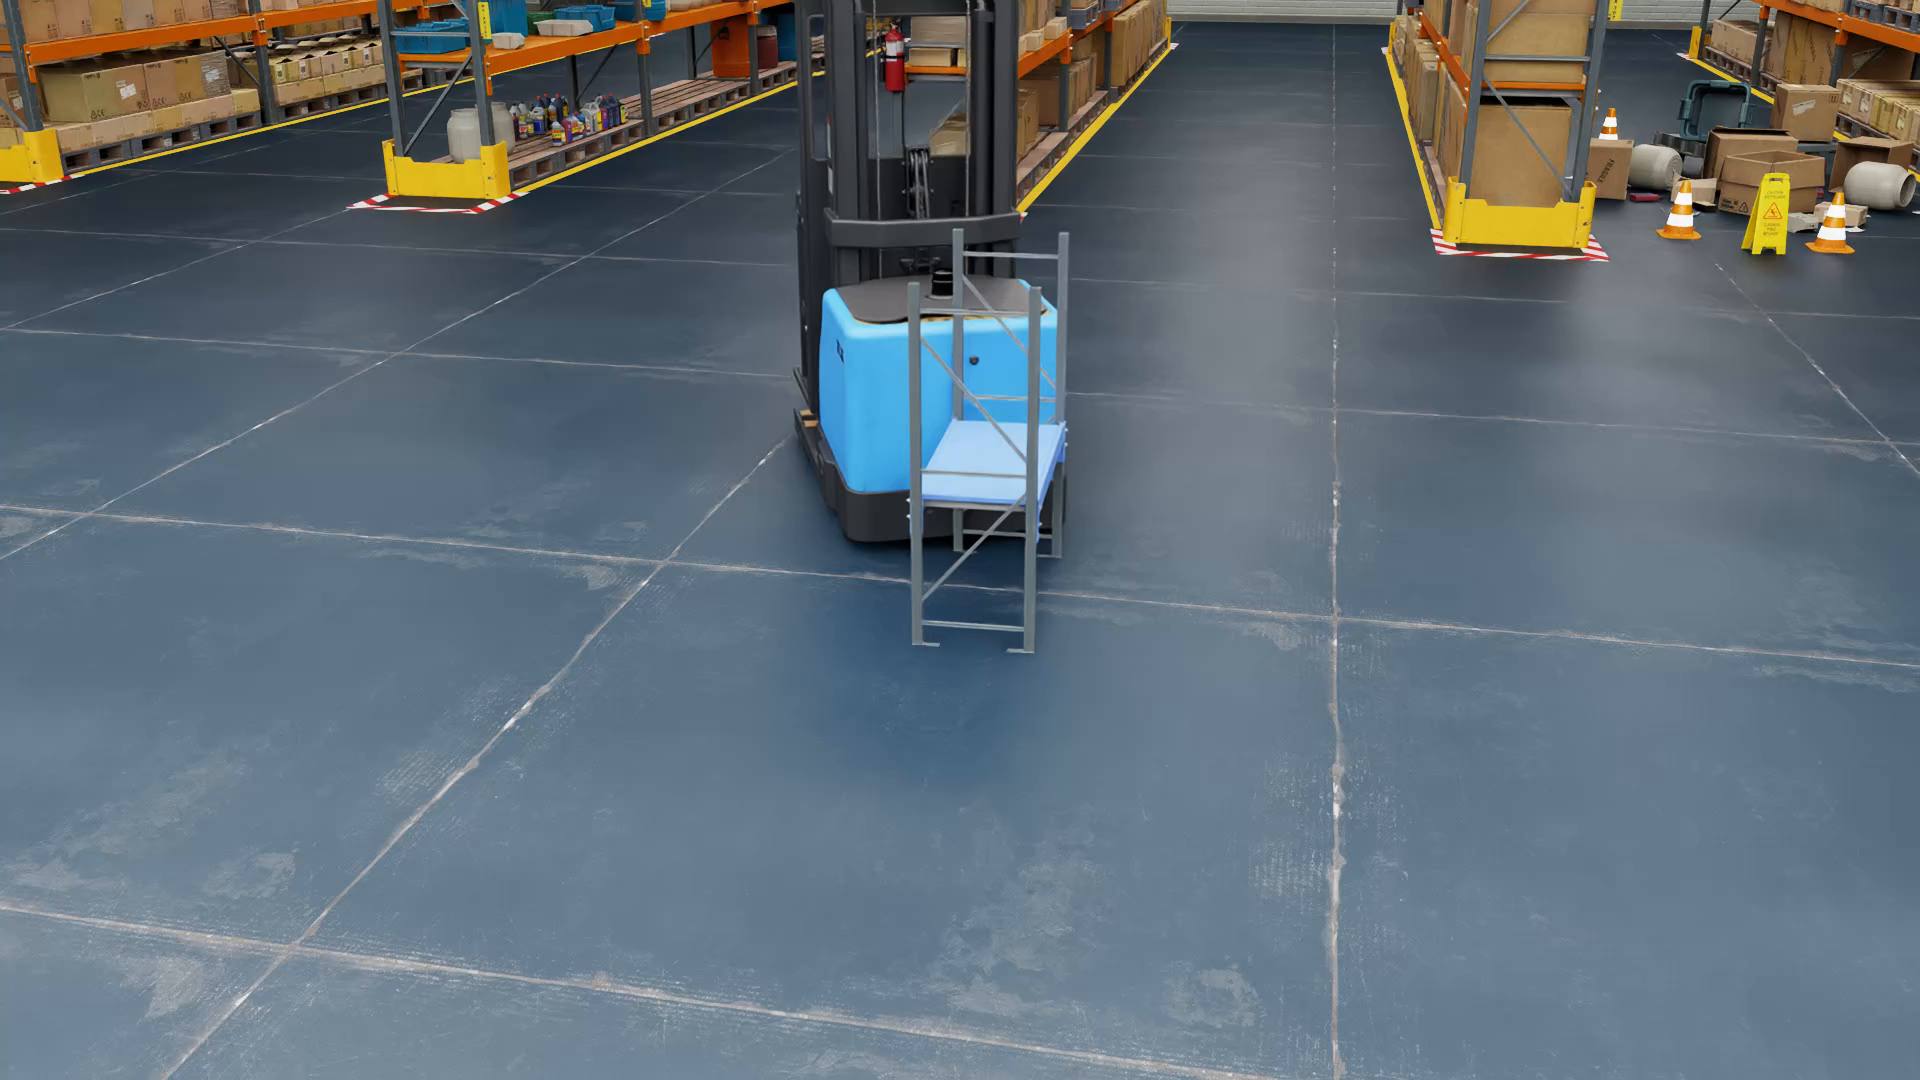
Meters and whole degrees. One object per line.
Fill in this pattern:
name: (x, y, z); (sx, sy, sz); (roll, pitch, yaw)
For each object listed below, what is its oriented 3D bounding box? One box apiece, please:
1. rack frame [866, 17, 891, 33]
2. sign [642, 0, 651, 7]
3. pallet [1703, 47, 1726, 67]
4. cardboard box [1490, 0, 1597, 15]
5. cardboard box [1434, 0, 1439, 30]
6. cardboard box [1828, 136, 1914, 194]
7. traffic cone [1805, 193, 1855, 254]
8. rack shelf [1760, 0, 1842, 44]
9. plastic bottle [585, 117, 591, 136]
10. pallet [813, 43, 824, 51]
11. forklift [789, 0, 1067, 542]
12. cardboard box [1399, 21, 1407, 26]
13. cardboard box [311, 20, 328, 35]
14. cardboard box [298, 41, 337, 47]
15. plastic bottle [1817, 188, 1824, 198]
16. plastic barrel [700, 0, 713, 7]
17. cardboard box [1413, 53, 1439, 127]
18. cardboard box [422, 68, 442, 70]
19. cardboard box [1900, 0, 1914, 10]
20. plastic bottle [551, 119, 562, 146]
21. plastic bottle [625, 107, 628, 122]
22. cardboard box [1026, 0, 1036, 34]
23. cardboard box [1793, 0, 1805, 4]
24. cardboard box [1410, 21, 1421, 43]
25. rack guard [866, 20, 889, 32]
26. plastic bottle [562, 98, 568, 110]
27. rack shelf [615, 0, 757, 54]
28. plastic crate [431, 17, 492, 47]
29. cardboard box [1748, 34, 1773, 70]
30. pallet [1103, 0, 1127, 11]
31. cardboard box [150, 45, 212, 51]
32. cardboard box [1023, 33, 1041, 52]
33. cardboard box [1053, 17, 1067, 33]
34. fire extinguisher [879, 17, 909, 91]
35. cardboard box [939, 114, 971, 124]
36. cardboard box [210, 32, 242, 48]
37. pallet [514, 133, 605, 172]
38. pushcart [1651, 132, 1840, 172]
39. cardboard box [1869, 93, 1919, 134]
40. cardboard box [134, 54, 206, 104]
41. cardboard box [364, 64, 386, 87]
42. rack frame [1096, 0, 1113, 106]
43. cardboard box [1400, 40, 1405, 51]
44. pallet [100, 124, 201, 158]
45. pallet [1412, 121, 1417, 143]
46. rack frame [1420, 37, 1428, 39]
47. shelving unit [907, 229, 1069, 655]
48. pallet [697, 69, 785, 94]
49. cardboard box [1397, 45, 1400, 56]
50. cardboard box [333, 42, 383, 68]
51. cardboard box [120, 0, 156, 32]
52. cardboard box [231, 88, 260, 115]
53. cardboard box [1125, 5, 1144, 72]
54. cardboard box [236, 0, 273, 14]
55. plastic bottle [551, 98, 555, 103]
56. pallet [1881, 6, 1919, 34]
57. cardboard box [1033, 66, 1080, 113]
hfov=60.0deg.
rack frame: (-1.689, -10.592, 30.139); (1.000, 3.000, 0.127); (4, 22, 11)
sign: (-3.601, -6.286, 19.076); (0.100, 0.325, 0.005); (4, 22, 11)
pallet: (12.775, -7.867, 27.106); (1.003, 0.211, 1.213); (4, 22, 11)
cardboard box: (4.844, -4.651, 13.741); (0.875, 0.550, 0.550); (4, 22, 11)
cardboard box: (5.494, -5.853, 18.238); (0.500, 0.500, 0.500); (4, 22, 10)
cardboard box: (8.862, -3.624, 16.180); (0.500, 0.500, 0.500); (-16, 27, -35)
traffic cone: (7.265, -2.647, 13.806); (0.336, 0.463, 0.334); (4, 22, 11)
rack shelf: (11.637, -6.931, 22.011); (1.077, 0.370, 4.000); (4, 22, 11)
plastic bottle: (-4.126, -4.559, 18.316); (0.097, 0.201, 0.097); (0, 22, 0)
pallet: (-2.393, -8.108, 27.702); (1.003, 0.211, 1.213); (4, 22, 11)
forklift: (-0.307, -1.869, 8.571); (1.130, 2.935, 3.031); (-5, 22, -11)
cardboard box: (7.306, -8.299, 26.903); (0.380, 0.149, 0.250); (5, 22, 12)
cardboard box: (-11.845, -9.369, 29.885); (0.700, 0.500, 0.500); (4, 22, 10)
cardboard box: (-8.769, -6.677, 22.784); (0.500, 0.311, 0.500); (4, 22, 9)
plastic bottle: (8.313, -3.379, 16.161); (0.133, 0.061, 0.283); (8, 23, 20)
plastic barrel: (-3.408, -7.172, 21.496); (0.421, 0.512, 0.421); (0, 22, 0)
cardboard box: (5.785, -5.149, 19.072); (1.050, 0.750, 0.750); (4, 22, 11)
cardboard box: (-7.797, -7.235, 24.559); (0.500, 0.500, 0.500); (5, 23, 13)
cardboard box: (10.603, -5.920, 18.311); (0.380, 0.149, 0.250); (5, 23, 13)
plastic bottle: (-4.279, -4.319, 17.624); (0.097, 0.271, 0.097); (0, 22, 0)
plastic bottle: (-3.907, -4.953, 19.294); (0.097, 0.201, 0.097); (0, 22, 0)
cardboard box: (0.276, -5.300, 16.466); (0.875, 0.500, 0.500); (4, 22, 11)
cardboard box: (11.362, -7.228, 21.987); (0.500, 0.250, 0.500); (4, 22, 10)
cardboard box: (6.555, -7.089, 23.219); (0.500, 0.250, 0.500); (5, 23, 13)
rack guard: (-1.697, -9.443, 30.630); (1.175, 0.500, 0.348); (4, 22, 11)
plastic bottle: (-4.567, -4.936, 19.142); (0.061, 0.283, 0.133); (4, 22, 11)
rack shelf: (-3.729, -6.601, 21.192); (1.077, 0.370, 4.000); (4, 22, 11)
plastic crate: (-5.006, -5.115, 16.737); (0.499, 0.251, 0.408); (4, 22, 11)
cardboard box: (12.278, -7.224, 24.643); (0.875, 0.438, 0.875); (4, 22, 10)
pallet: (1.486, -6.931, 21.305); (1.213, 0.211, 1.003); (4, 22, 11)
cardboard box: (-9.387, -5.704, 20.116); (0.500, 0.500, 0.500); (4, 22, 11)
cardboard box: (0.588, -4.874, 16.276); (0.380, 0.149, 0.250); (4, 22, 11)
cardboard box: (0.955, -5.608, 18.100); (0.380, 0.149, 0.250); (4, 22, 11)
fire extinguisher: (-0.580, -4.321, 14.670); (0.296, 0.674, 0.183); (4, 22, 11)
cardboard box: (0.127, -3.847, 16.174); (0.500, 0.500, 0.500); (11, 24, 25)
cardboard box: (-12.388, -8.509, 27.282); (0.750, 0.750, 0.750); (5, 23, 13)
pallet: (-4.562, -4.220, 18.050); (1.003, 0.211, 1.213); (4, 22, 11)
pushcart: (8.170, -4.010, 17.305); (1.648, 0.377, 0.936); (-3, 22, -8)
cardboard box: (10.801, -4.756, 18.603); (0.950, 0.372, 0.625); (5, 23, 13)
cardboard box: (-9.078, -5.298, 19.109); (0.500, 0.500, 0.500); (4, 22, 11)
cardboard box: (-8.246, -6.381, 22.801); (0.500, 0.250, 0.500); (5, 22, 12)
rack frame: (1.527, -7.289, 21.937); (1.000, 3.000, 0.127); (4, 22, 11)
cardboard box: (6.975, -7.586, 25.531); (0.380, 0.149, 0.250); (3, 22, 8)
pallet: (-9.436, -4.554, 18.878); (1.003, 0.211, 1.213); (4, 22, 11)
pallet: (5.877, -4.853, 19.621); (1.003, 0.211, 1.213); (4, 22, 11)
rack frame: (6.362, -6.874, 20.906); (1.000, 3.000, 0.127); (4, 22, 11)
shelving unit: (0.135, -0.440, 6.938); (0.538, 1.500, 1.048); (4, 22, 9)
pallet: (-3.201, -6.665, 24.119); (1.003, 0.211, 1.213); (4, 22, 11)
cardboard box: (7.136, -7.757, 26.353); (0.380, 0.149, 0.250); (4, 22, 11)
cardboard box: (-8.241, -6.640, 22.692); (0.500, 0.311, 0.500); (4, 22, 11)
cardboard box: (-9.381, -5.902, 18.360); (0.700, 0.500, 0.500); (5, 23, 13)
cardboard box: (-8.867, -5.316, 20.155); (0.500, 0.250, 0.500); (4, 22, 11)
cardboard box: (2.051, -7.399, 24.491); (1.225, 0.875, 0.875); (4, 22, 9)
cardboard box: (-8.928, -6.696, 20.666); (0.500, 0.250, 0.500); (6, 23, 14)
plastic bottle: (-4.671, -4.941, 19.163); (0.152, 0.276, 0.135); (5, 23, 13)
pallet: (10.865, -5.717, 18.291); (1.003, 0.211, 1.213); (4, 22, 11)
cardboard box: (1.087, -5.471, 20.180); (0.700, 0.500, 0.500); (3, 22, 6)
